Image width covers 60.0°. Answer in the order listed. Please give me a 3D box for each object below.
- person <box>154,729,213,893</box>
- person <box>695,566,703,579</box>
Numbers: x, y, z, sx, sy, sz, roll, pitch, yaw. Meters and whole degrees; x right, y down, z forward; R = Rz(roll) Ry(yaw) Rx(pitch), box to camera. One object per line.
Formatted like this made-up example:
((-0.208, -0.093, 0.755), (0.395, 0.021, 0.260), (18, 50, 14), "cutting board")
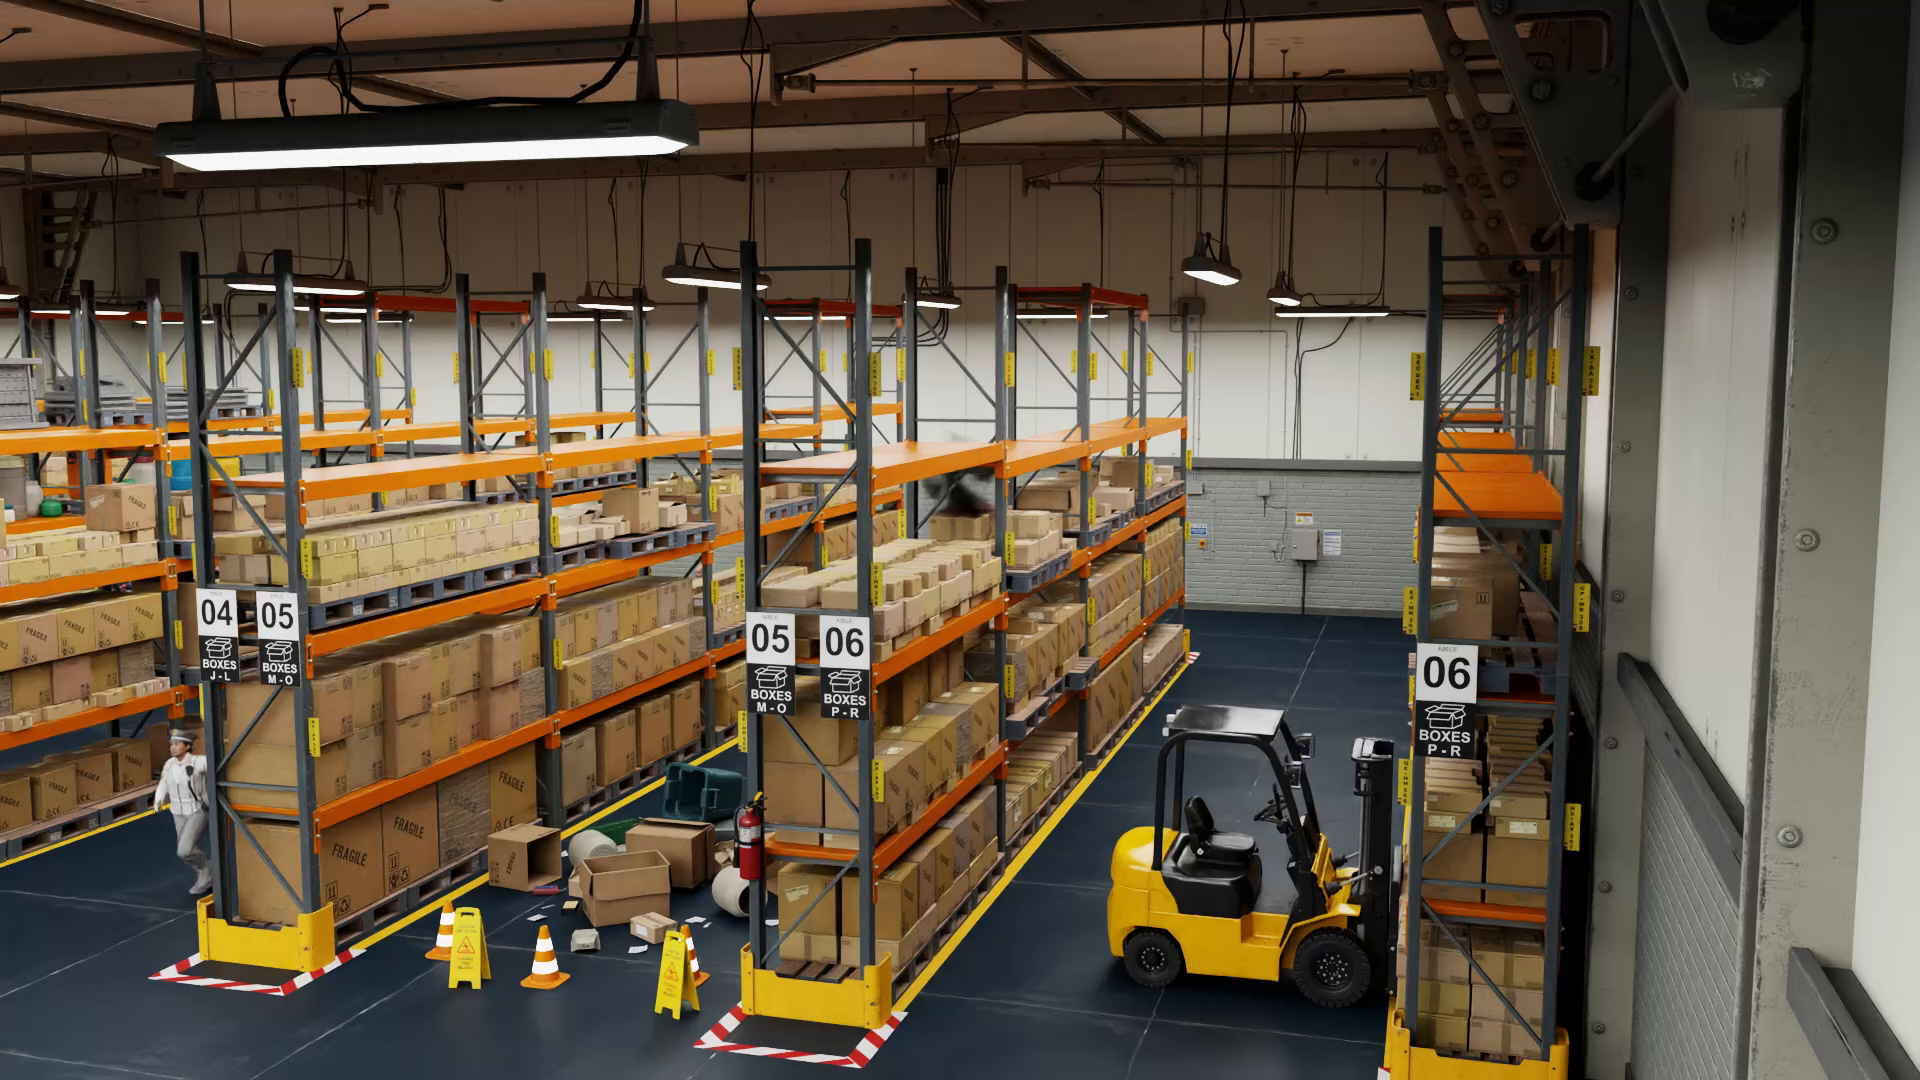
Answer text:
((-7.271, 2.583, 15.706), (0.634, 1.651, 0.728), (1, 7, 13), "person")
((-4.108, 1.300, 26.734), (0.718, 1.785, 1.048), (2, 7, 19), "person")
